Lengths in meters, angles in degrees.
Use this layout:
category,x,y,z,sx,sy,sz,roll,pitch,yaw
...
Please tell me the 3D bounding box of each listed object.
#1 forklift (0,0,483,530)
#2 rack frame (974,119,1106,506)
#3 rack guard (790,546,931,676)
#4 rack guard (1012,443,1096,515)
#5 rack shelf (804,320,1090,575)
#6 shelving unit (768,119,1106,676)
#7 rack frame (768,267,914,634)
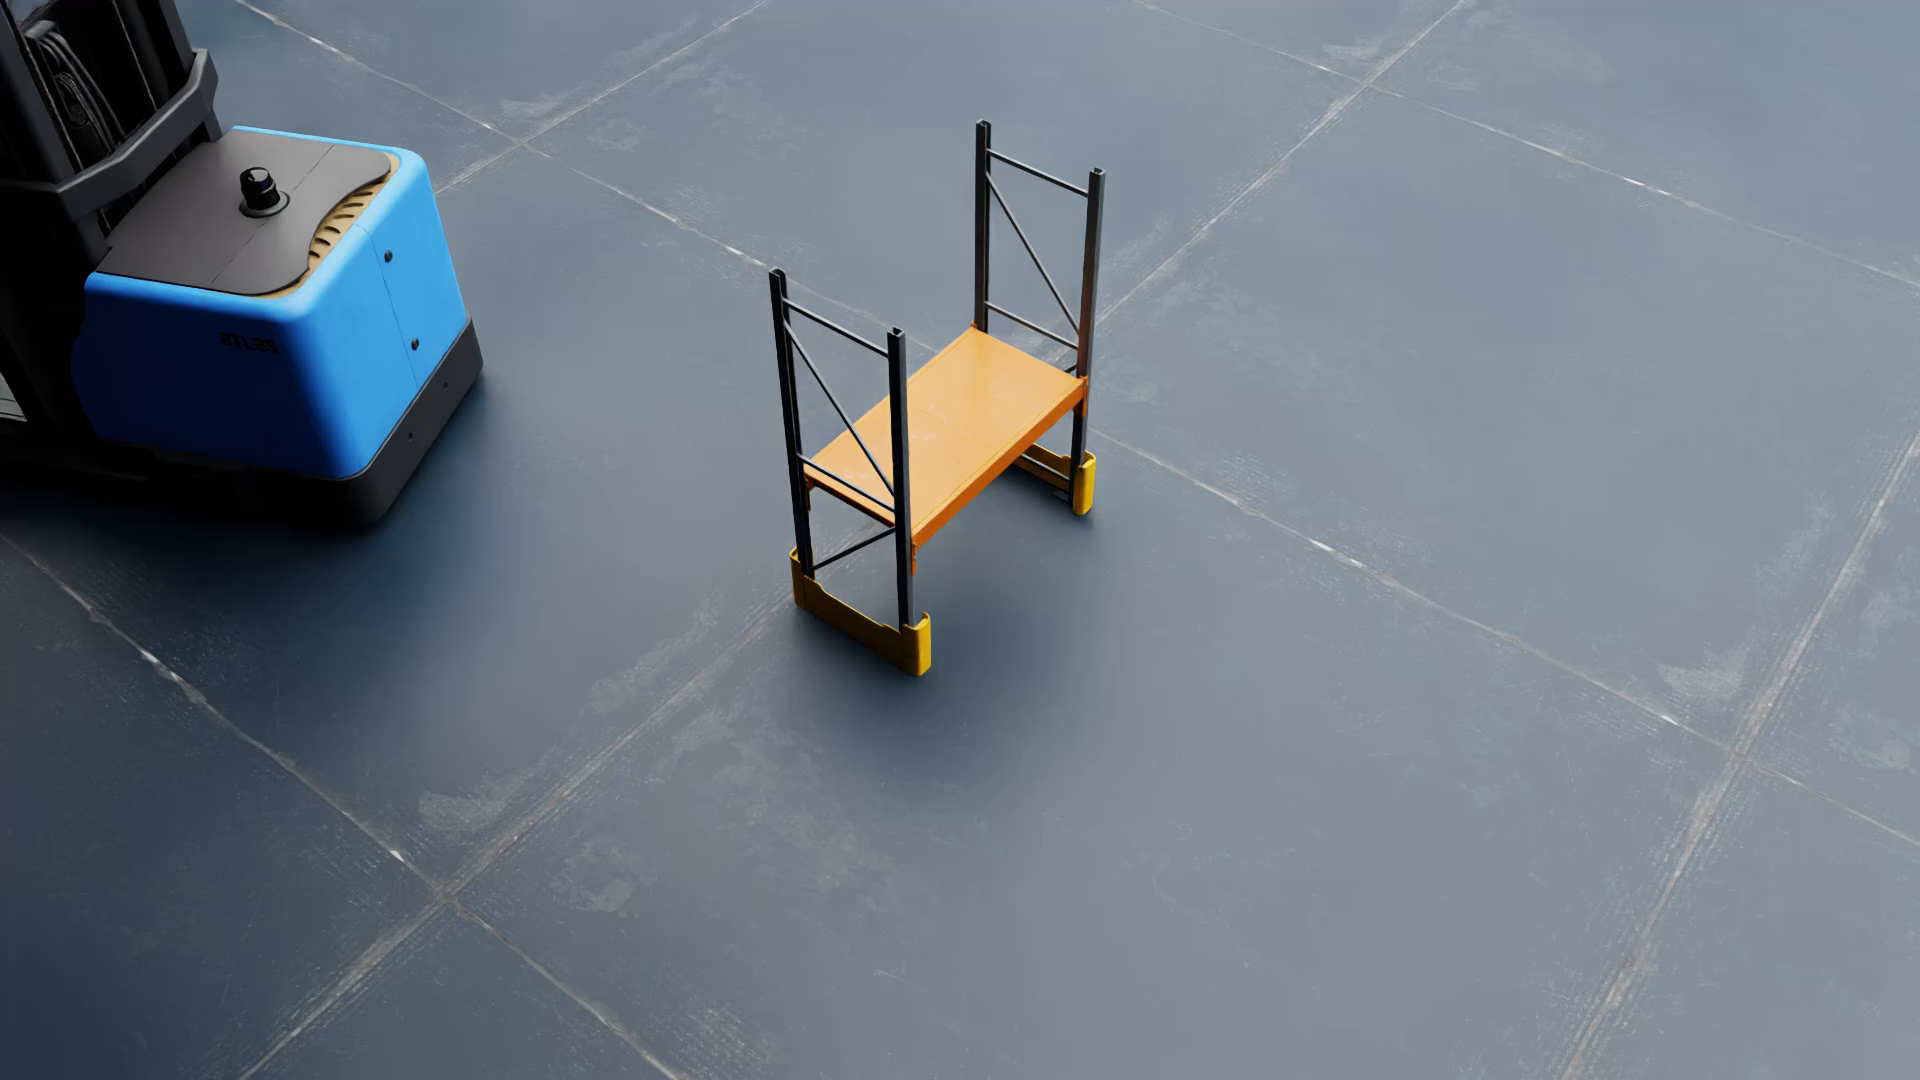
category,x,y,z,sx,sy,sz,roll,pitch,yaw
forklift,-3.533,-1.617,5.767,3.031,2.935,1.130,10,47,9
rack frame,0.259,-0.760,5.939,0.500,1.500,0.032,29,53,25
rack guard,-0.351,0.242,5.846,0.587,0.250,0.087,29,53,25
rack guard,0.258,-0.328,6.390,0.587,0.250,0.087,29,53,25
rack shelf,-0.052,-0.345,5.791,0.538,0.185,1.000,29,53,25
shelving unit,-0.047,-0.474,5.666,0.587,1.500,1.083,29,53,25
rack frame,-0.363,-0.178,5.383,0.500,1.500,0.032,29,53,25
